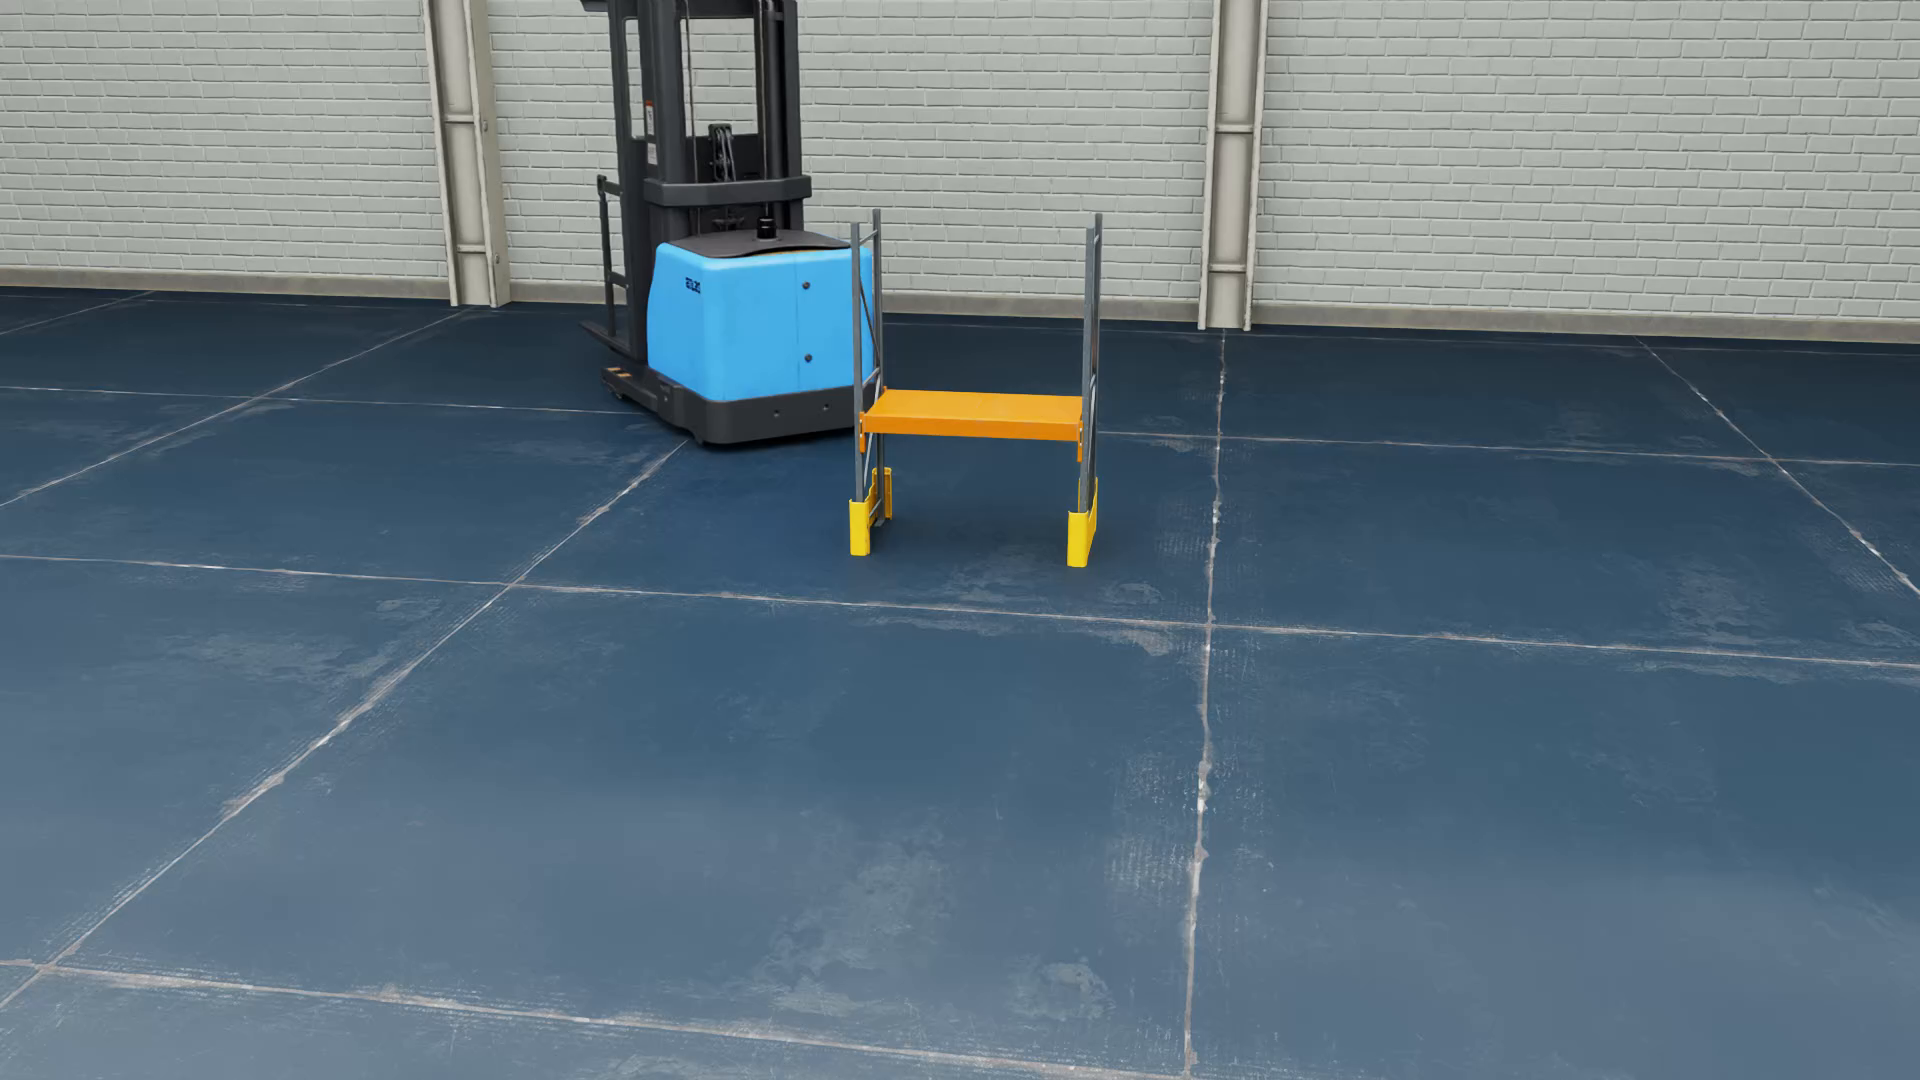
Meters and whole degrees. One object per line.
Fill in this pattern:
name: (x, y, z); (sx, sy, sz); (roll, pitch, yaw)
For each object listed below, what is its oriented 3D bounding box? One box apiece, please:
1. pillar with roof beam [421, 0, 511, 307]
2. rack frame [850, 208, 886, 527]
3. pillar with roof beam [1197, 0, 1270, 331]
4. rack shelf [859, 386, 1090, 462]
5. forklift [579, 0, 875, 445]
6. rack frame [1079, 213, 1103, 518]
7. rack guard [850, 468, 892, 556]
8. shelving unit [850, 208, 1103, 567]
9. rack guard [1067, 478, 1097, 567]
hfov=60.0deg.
pillar with roof beam: (-4.590, -4.854, 8.129); (0.400, 9.000, 9.100); (3, 19, 9)
rack frame: (-0.418, -0.733, 7.629); (0.032, 1.500, 0.500); (3, 19, 9)
pillar with roof beam: (1.334, -4.552, 7.226); (0.400, 9.000, 9.100); (3, 19, 9)
rack shelf: (0.084, -0.536, 7.609); (1.000, 0.185, 0.538); (3, 19, 9)
forklift: (-1.636, -2.338, 10.171); (1.130, 2.935, 3.031); (-10, 21, -28)
rack frame: (0.586, -0.681, 7.476); (0.032, 1.500, 0.500); (3, 19, 9)
rack guard: (-0.416, -0.140, 7.827); (0.087, 0.250, 0.587); (3, 19, 9)
shelving unit: (0.075, -0.707, 7.554); (1.083, 1.500, 0.587); (3, 19, 9)
rack guard: (0.567, -0.090, 7.677); (0.087, 0.250, 0.587); (3, 19, 9)
